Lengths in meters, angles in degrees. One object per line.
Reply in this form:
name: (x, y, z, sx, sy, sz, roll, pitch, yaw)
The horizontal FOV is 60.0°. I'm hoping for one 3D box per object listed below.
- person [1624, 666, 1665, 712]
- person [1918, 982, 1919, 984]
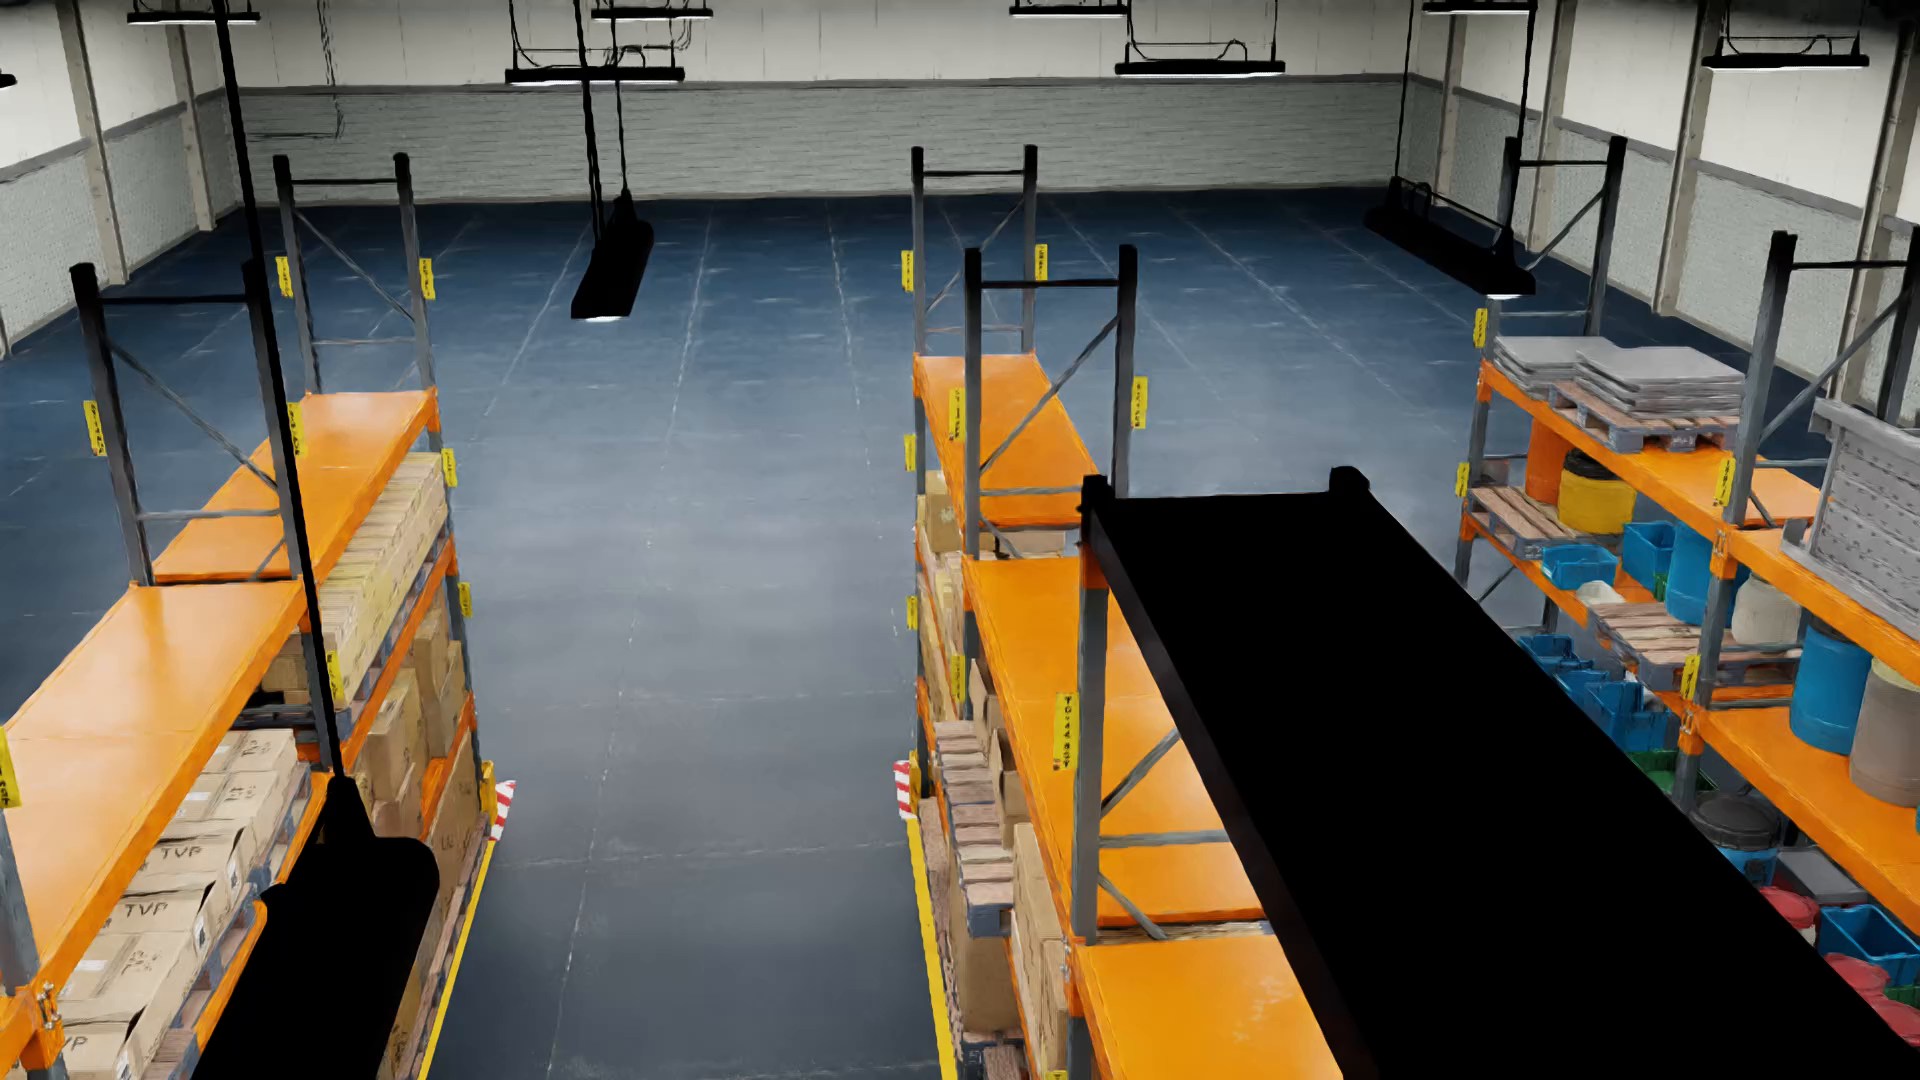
person: (6.492, 1.411, 15.818, 0.483, 1.609, 0.998, 0, 22, -1)
person: (6.427, 3.360, 10.821, 0.591, 1.751, 0.994, 7, 23, 16)
